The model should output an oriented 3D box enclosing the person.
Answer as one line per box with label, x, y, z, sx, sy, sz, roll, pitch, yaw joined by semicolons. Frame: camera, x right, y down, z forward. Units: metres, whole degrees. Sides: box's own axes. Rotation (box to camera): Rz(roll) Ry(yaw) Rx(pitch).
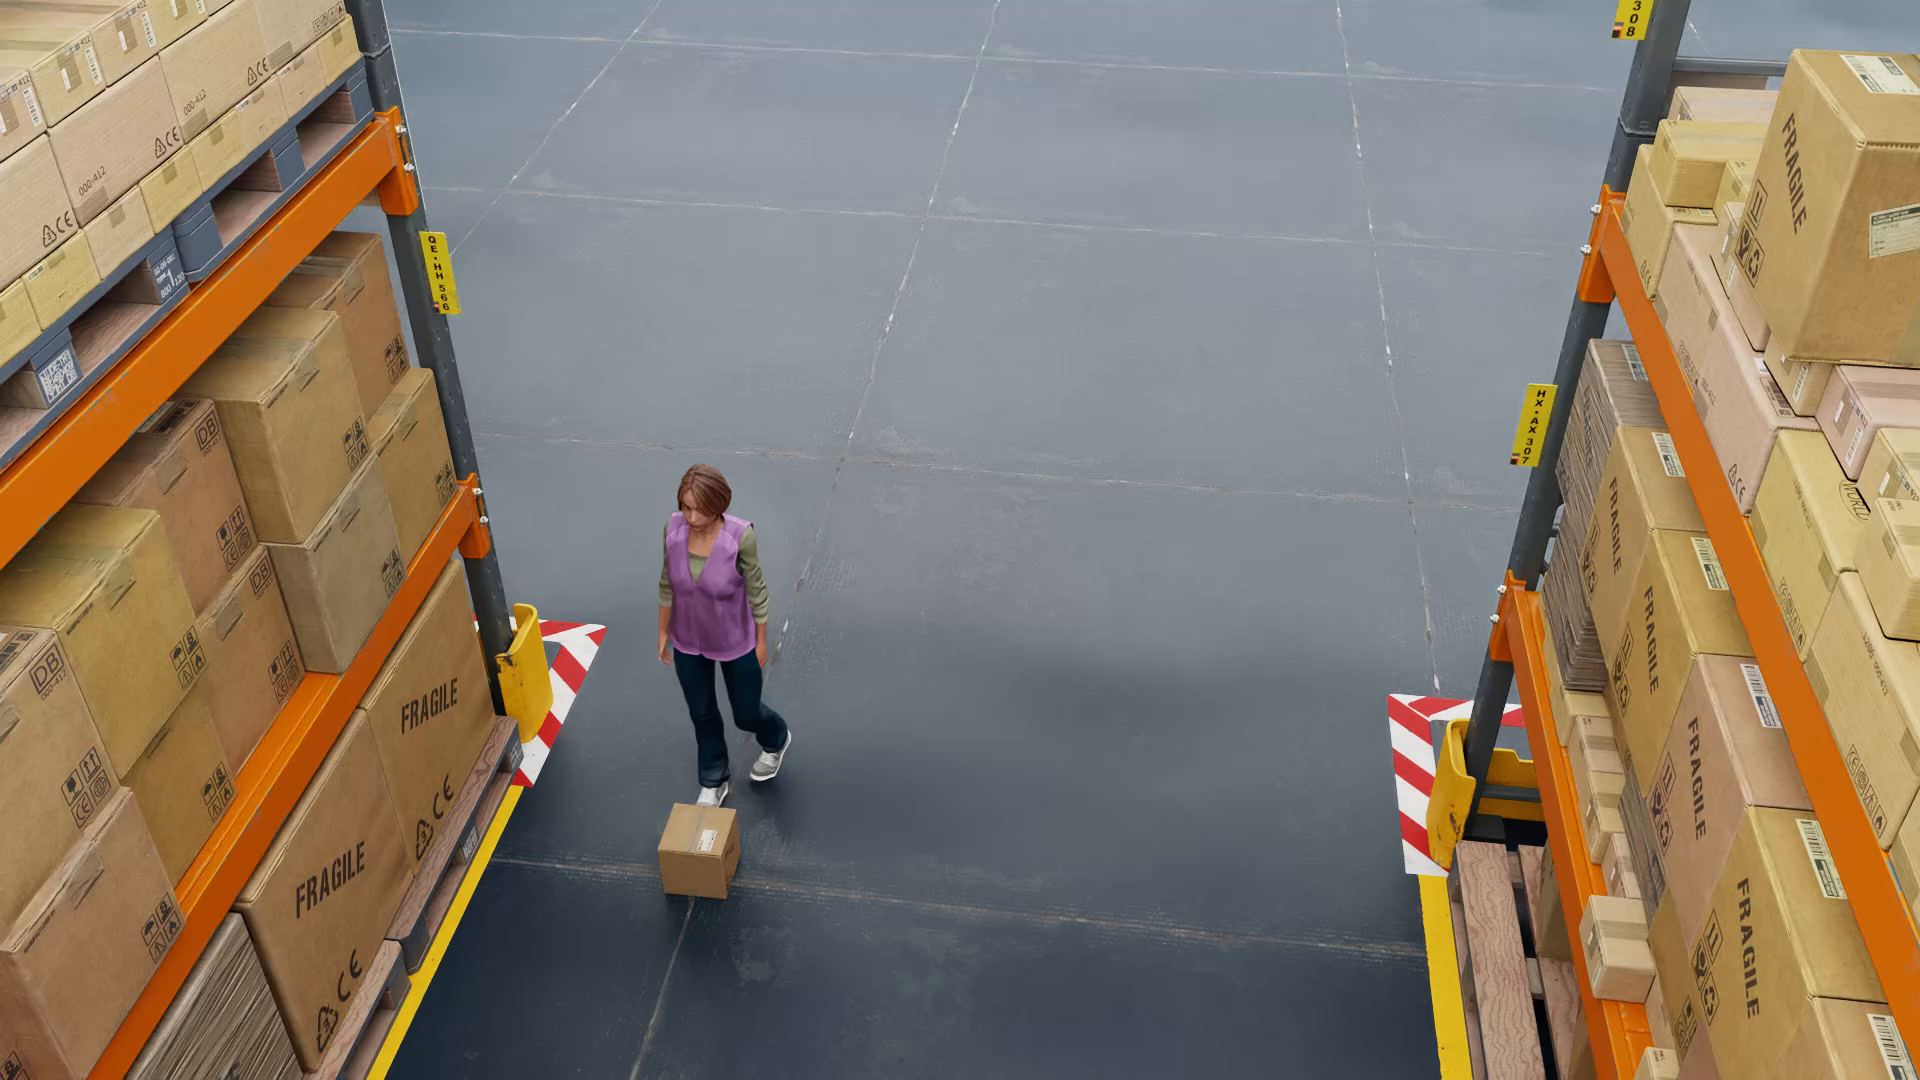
person;-0.964;0.394;6.503;0.444;1.600;0.540;9;38;12
